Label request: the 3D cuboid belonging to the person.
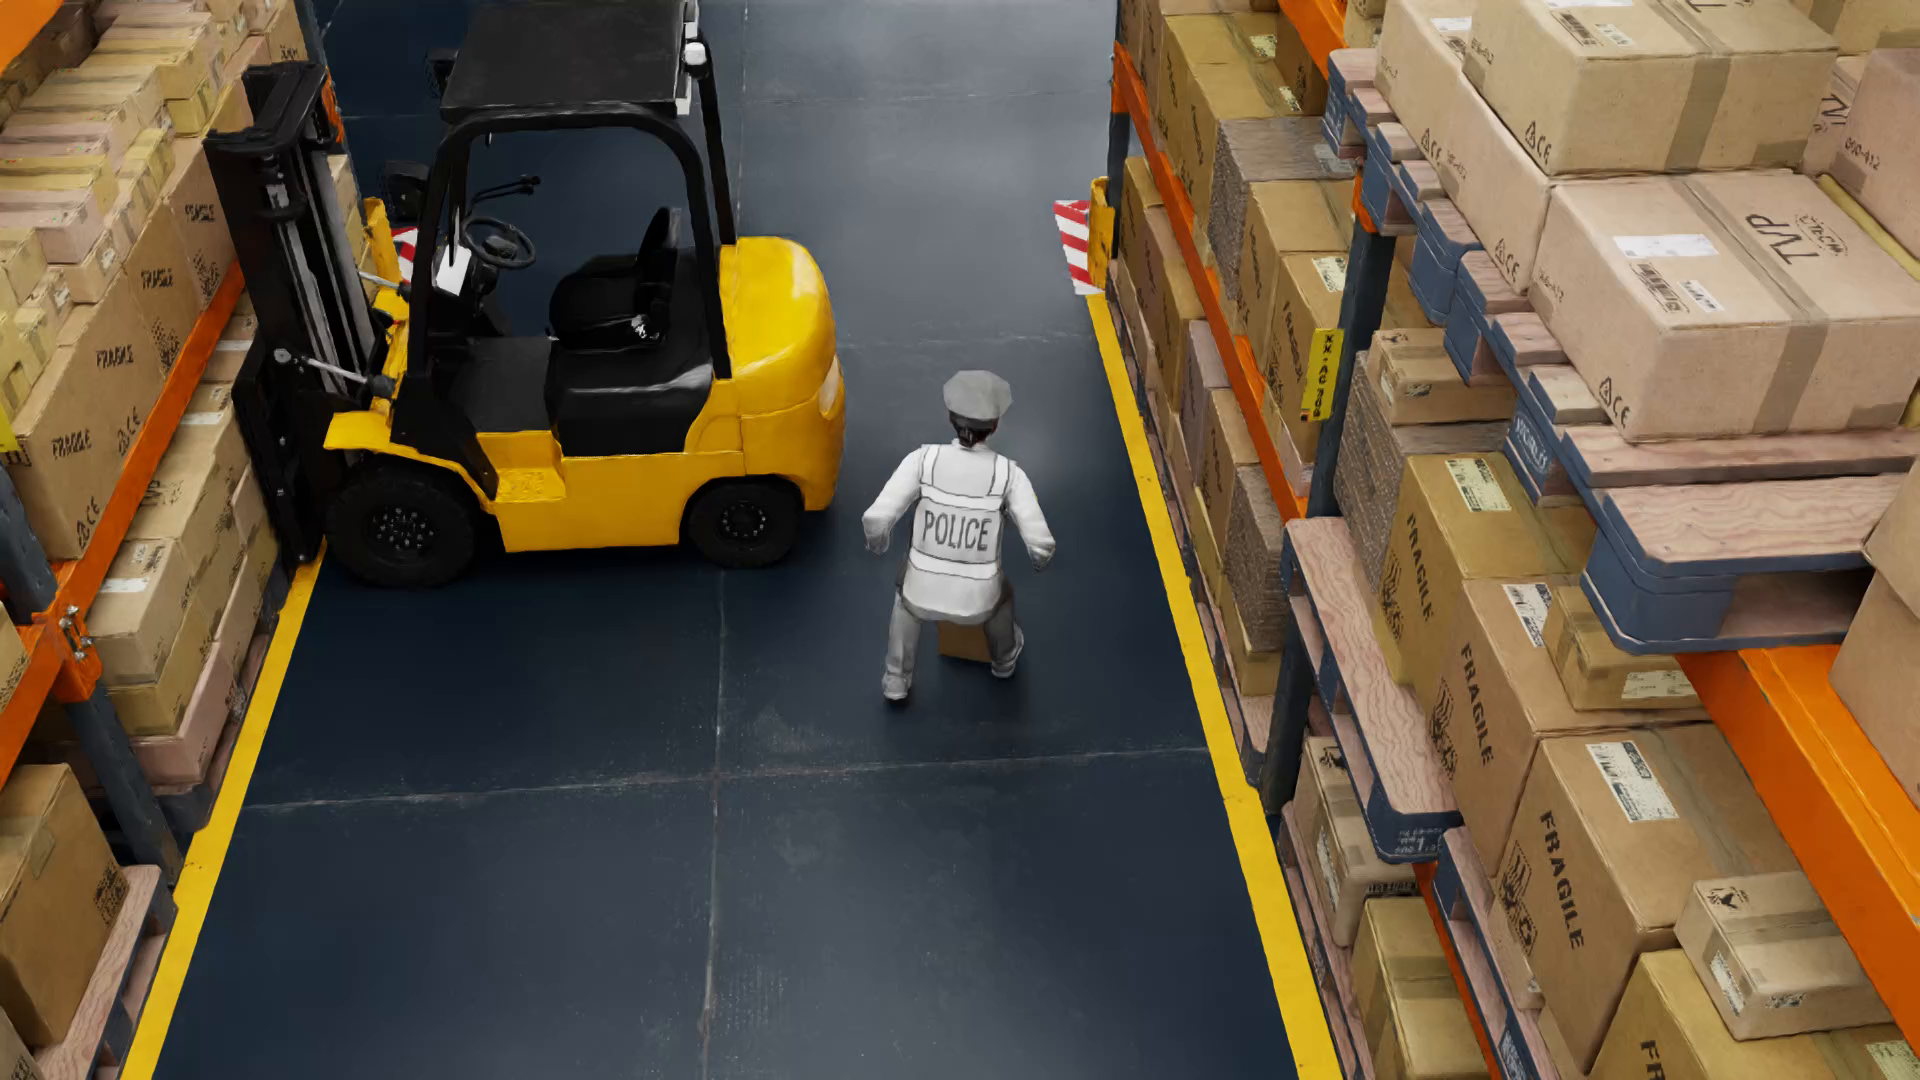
[{"bbox_3d":[0.015,0.039,6.248,0.711,1.486,0.746,5,40,6],"label":"person"}]
